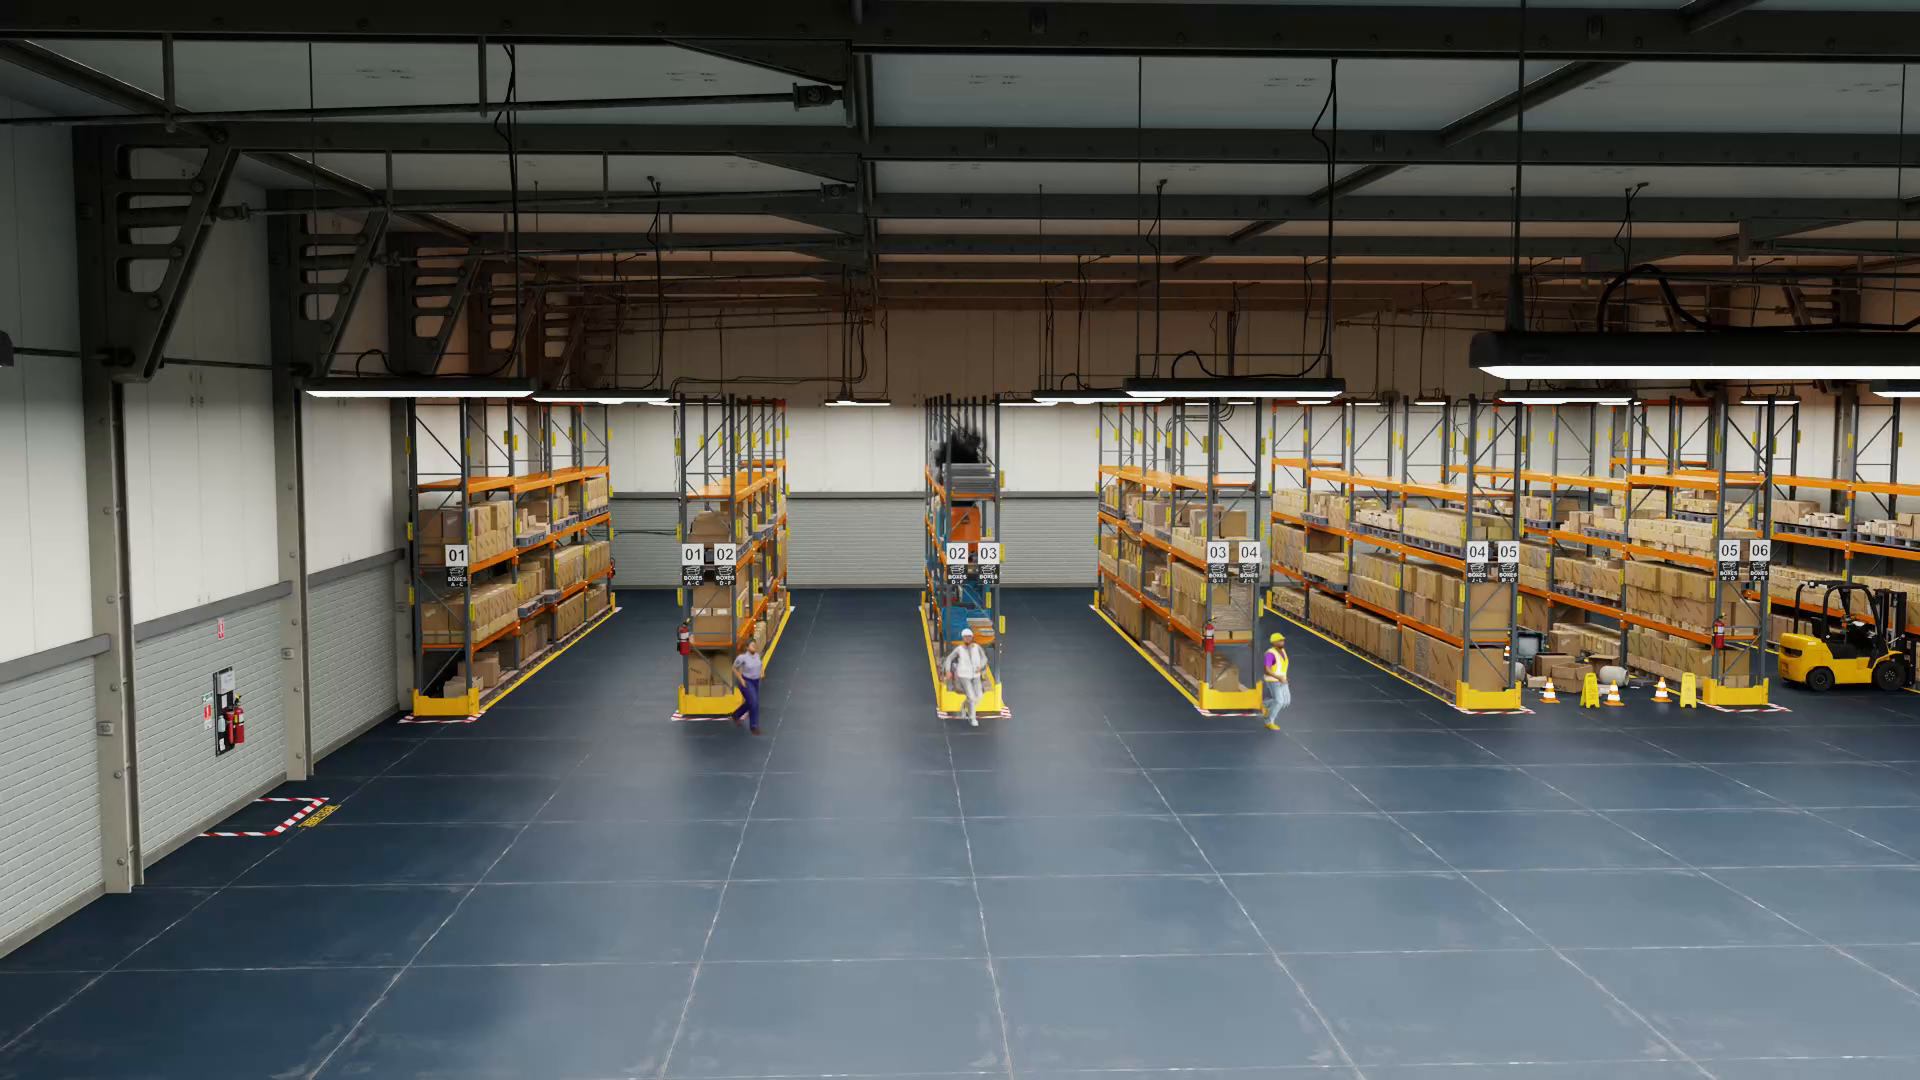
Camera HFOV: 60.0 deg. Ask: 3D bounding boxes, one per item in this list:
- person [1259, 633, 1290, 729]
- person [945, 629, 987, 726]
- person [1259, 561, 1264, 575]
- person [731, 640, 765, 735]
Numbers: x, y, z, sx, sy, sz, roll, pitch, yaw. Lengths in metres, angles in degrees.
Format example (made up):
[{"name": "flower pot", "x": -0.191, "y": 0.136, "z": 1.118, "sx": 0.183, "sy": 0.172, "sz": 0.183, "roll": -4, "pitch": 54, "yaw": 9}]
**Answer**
[{"name": "person", "x": 5.652, "y": 2.519, "z": 29.789, "sx": 0.650, "sy": 1.725, "sz": 0.726, "roll": 4, "pitch": 6, "yaw": 38}, {"name": "person", "x": 0.132, "y": 2.492, "z": 30.237, "sx": 0.781, "sy": 1.754, "sz": 0.557, "roll": -2, "pitch": 5, "yaw": -28}, {"name": "person", "x": 8.461, "y": 1.063, "z": 48.489, "sx": 0.838, "sy": 1.704, "sz": 0.667, "roll": -3, "pitch": 6, "yaw": -35}, {"name": "person", "x": -3.753, "y": 2.589, "z": 29.410, "sx": 0.789, "sy": 1.685, "sz": 0.602, "roll": 3, "pitch": 5, "yaw": 34}]
